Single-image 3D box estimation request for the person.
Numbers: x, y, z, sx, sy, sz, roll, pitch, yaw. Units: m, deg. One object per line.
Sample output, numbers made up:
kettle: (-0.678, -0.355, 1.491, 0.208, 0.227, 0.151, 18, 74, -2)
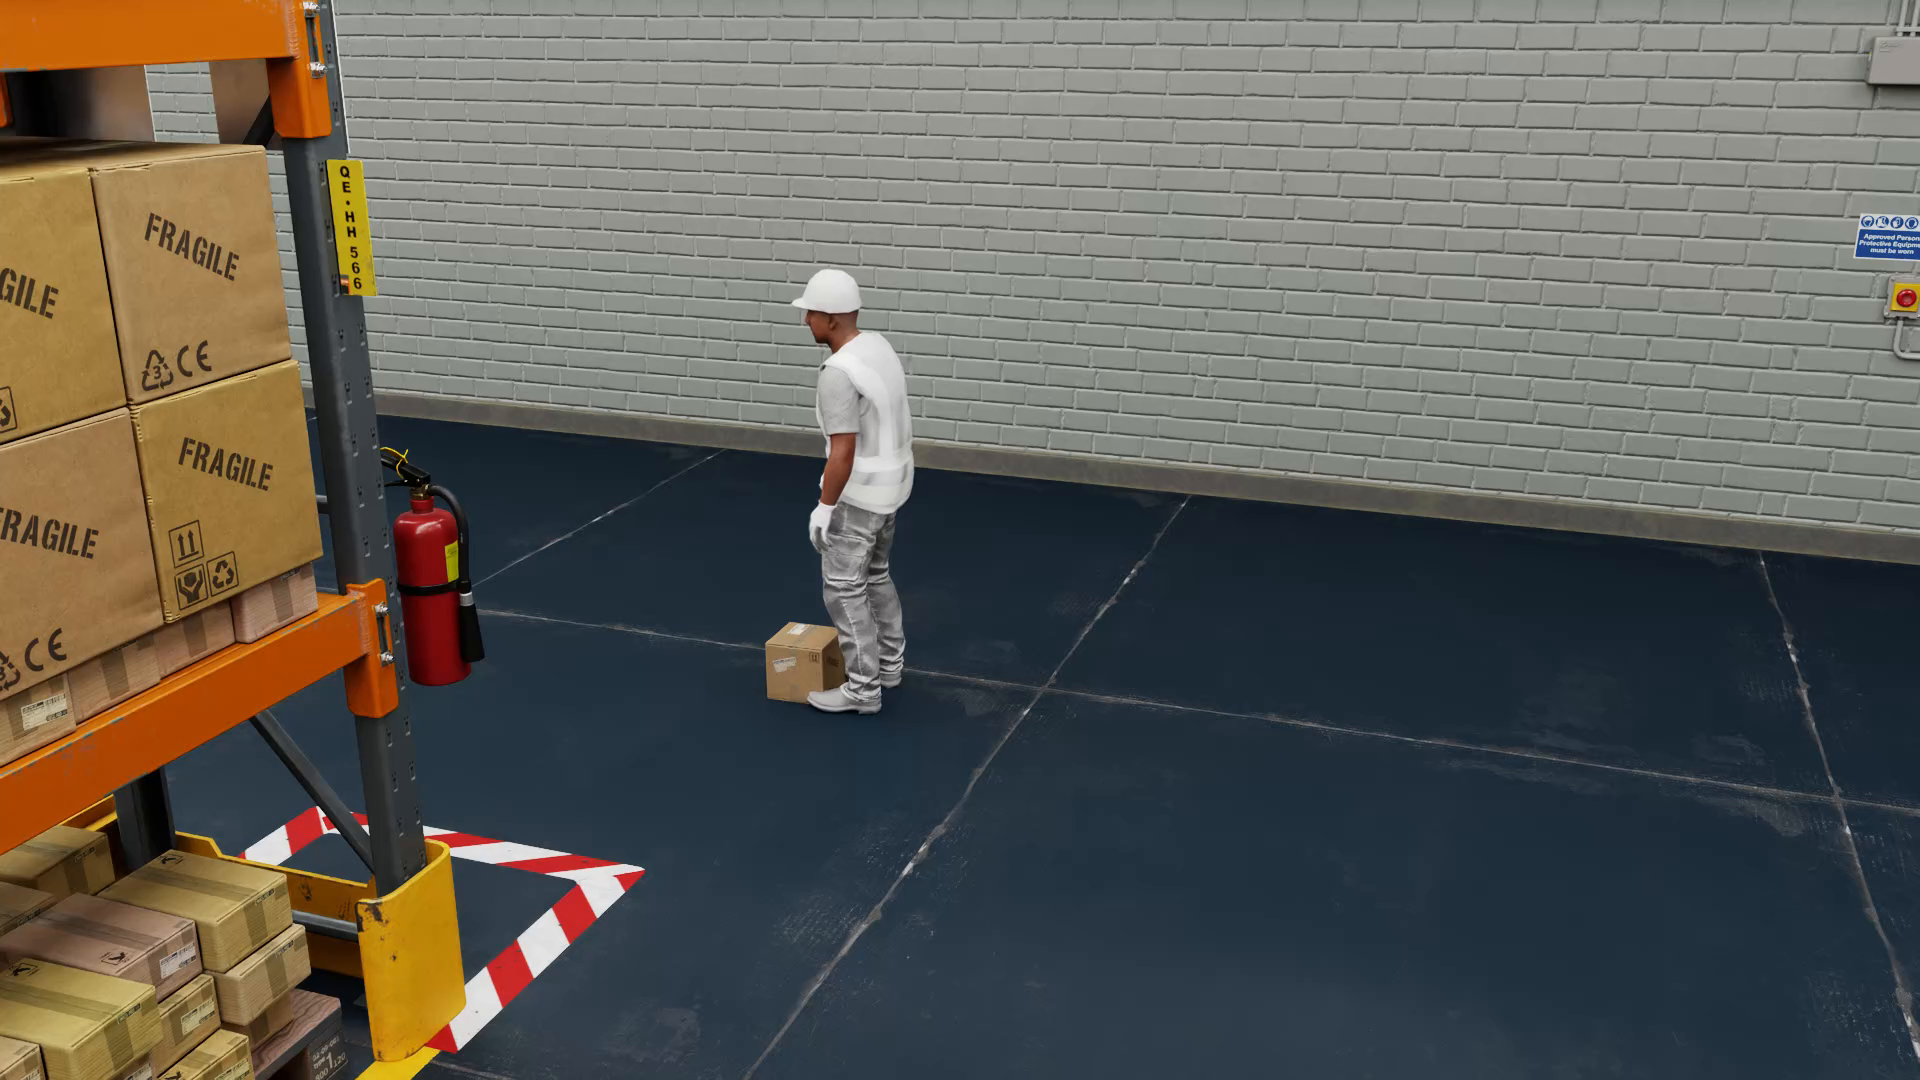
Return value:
person: (-0.420, -0.185, 6.595, 0.444, 1.776, 0.632, 5, 19, 16)
